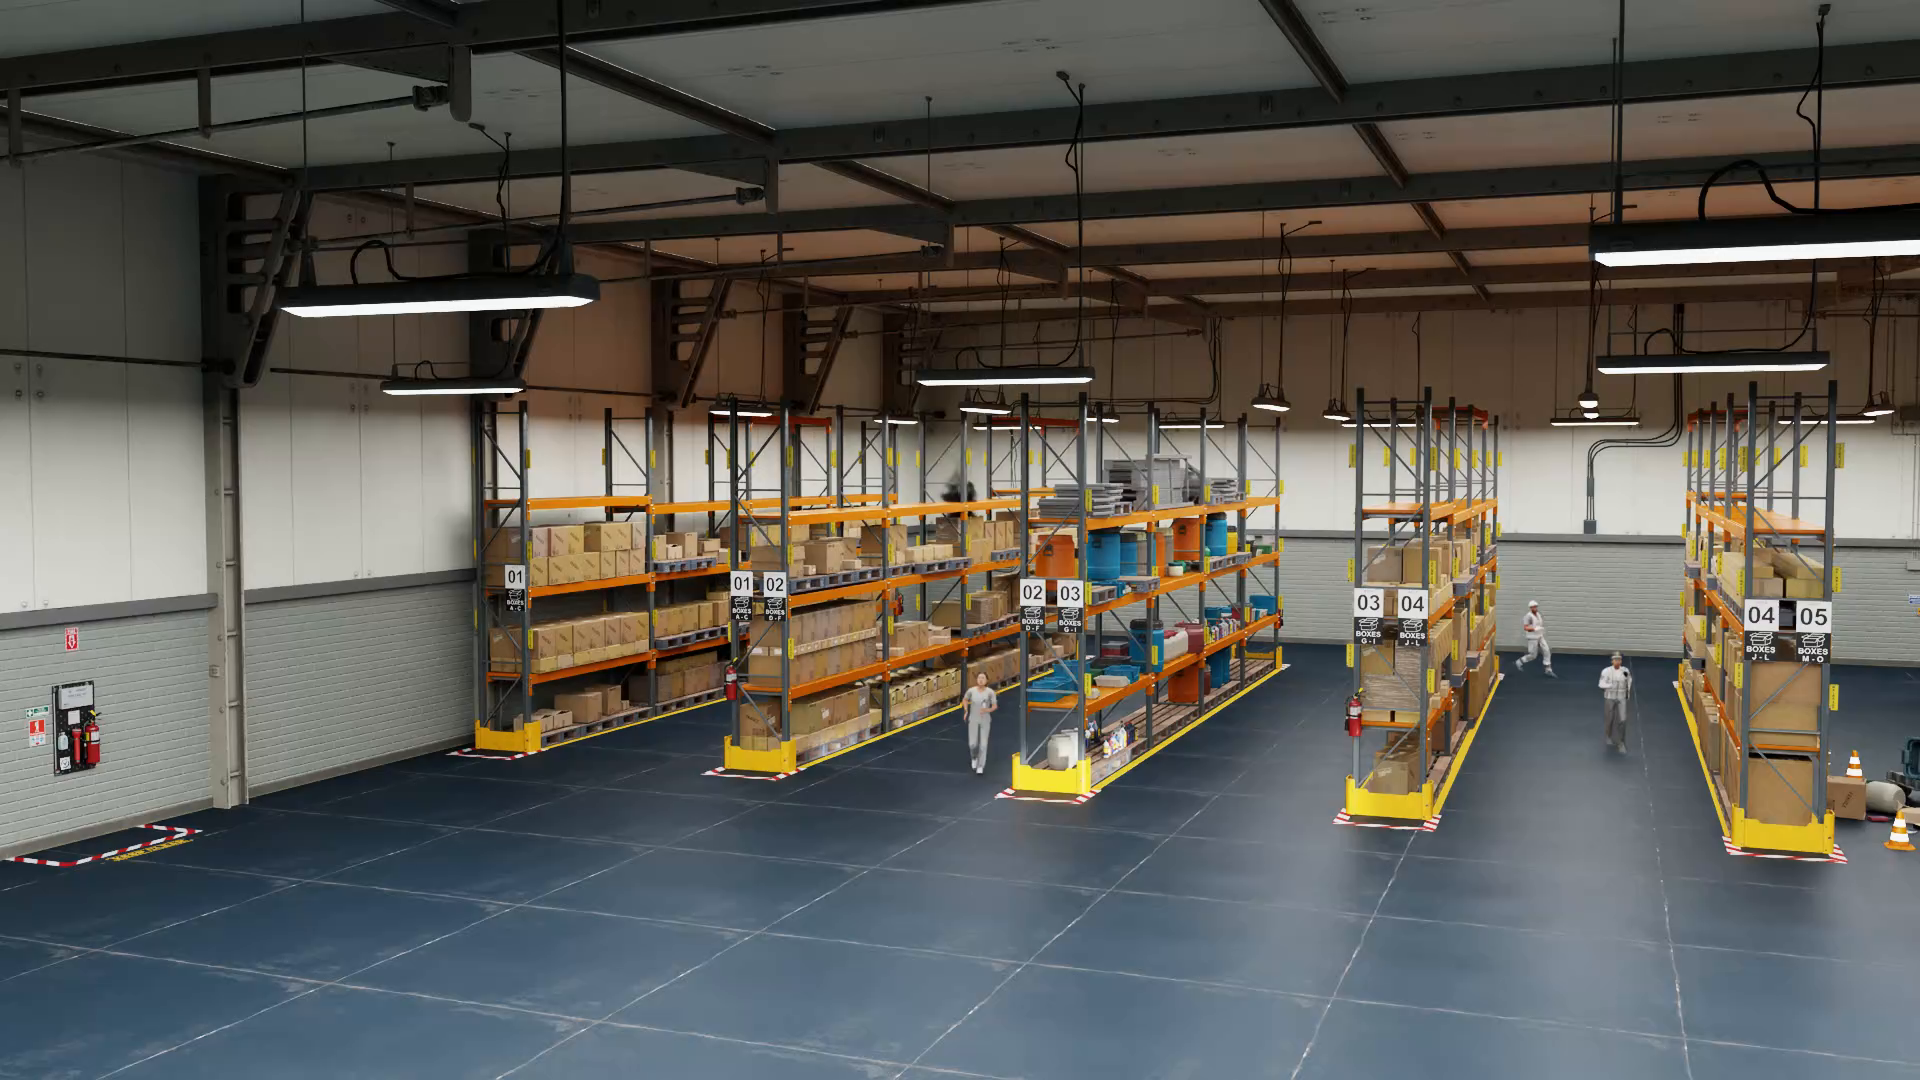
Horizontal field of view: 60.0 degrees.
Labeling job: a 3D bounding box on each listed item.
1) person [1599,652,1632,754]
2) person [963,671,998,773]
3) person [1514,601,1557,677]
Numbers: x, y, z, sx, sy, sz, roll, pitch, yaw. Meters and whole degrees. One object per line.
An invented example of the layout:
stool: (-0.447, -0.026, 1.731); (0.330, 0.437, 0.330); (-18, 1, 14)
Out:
person: (11.263, 2.767, 28.573); (0.557, 1.737, 0.816); (1, 3, 15)
person: (0.311, 2.900, 26.352); (0.569, 1.621, 0.555); (0, 3, 4)
person: (13.235, 2.275, 38.362); (0.687, 1.759, 0.920); (-2, 3, -37)
